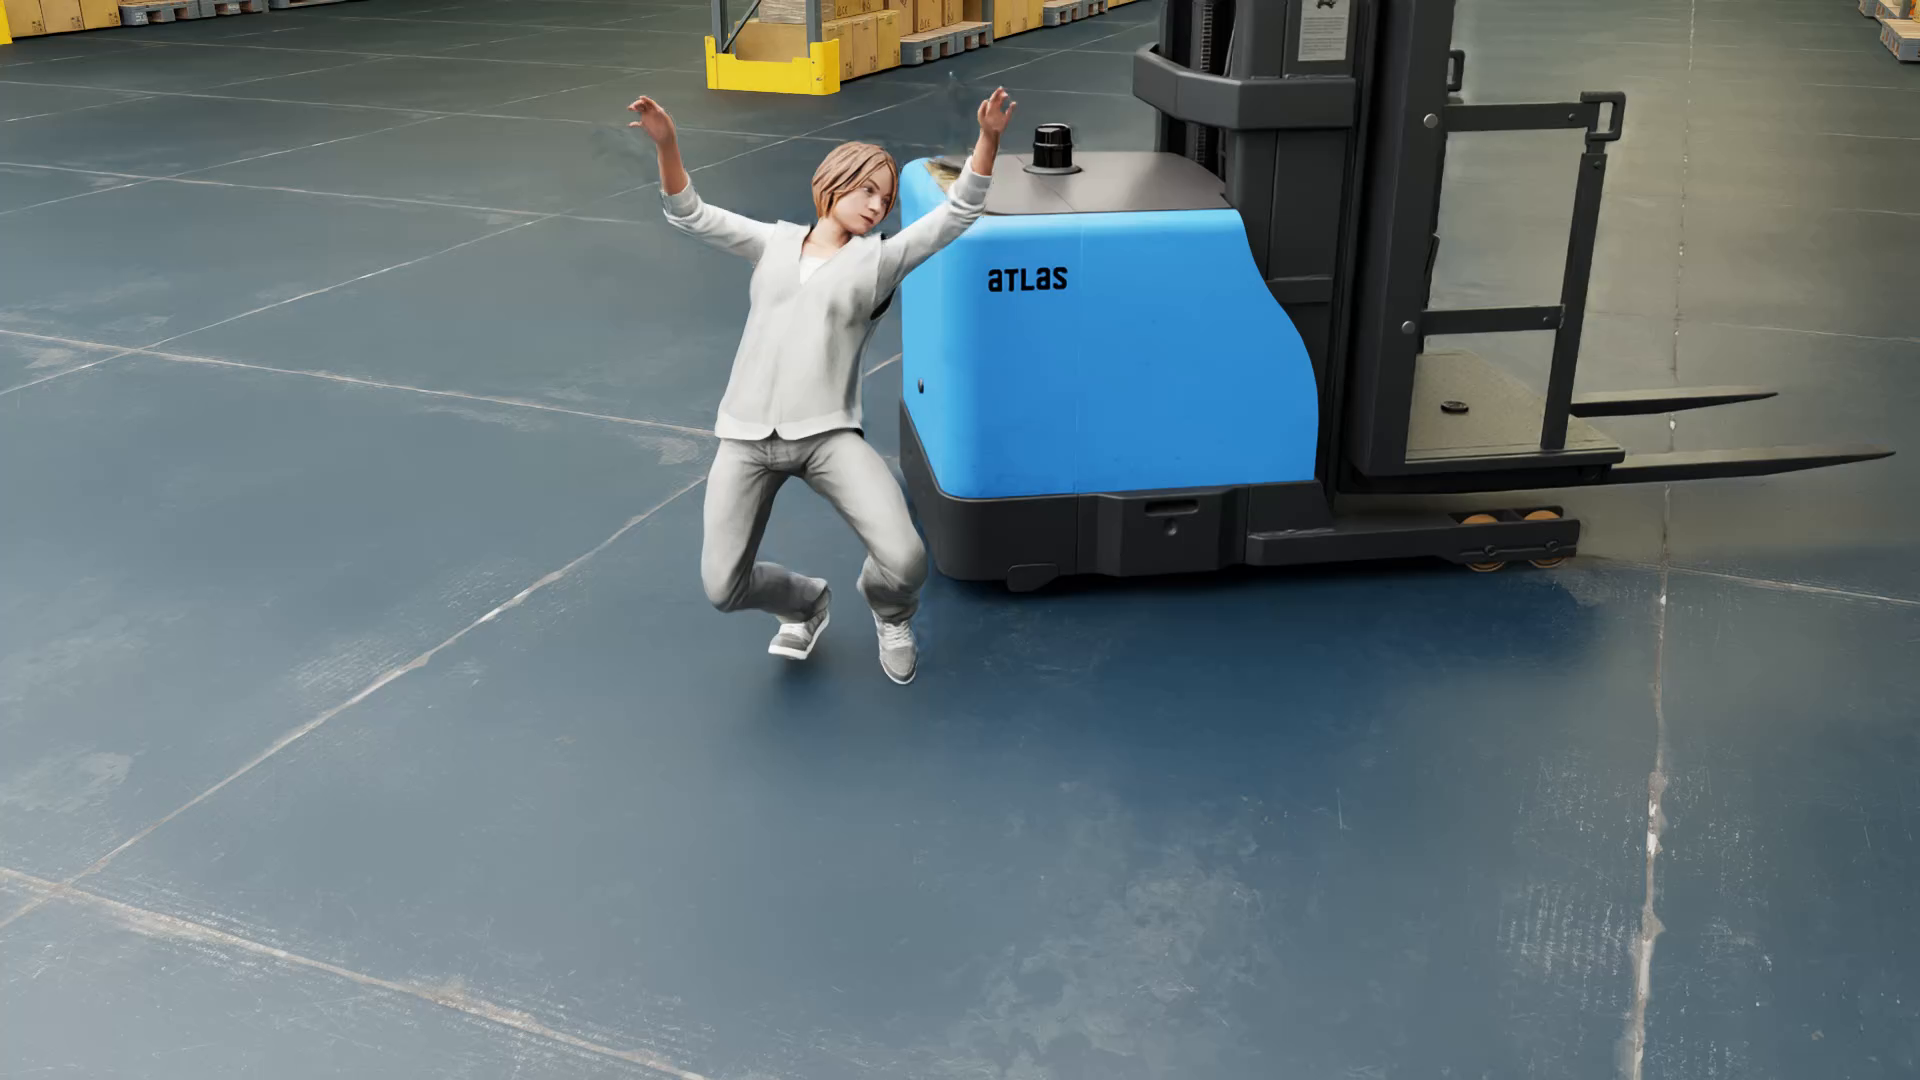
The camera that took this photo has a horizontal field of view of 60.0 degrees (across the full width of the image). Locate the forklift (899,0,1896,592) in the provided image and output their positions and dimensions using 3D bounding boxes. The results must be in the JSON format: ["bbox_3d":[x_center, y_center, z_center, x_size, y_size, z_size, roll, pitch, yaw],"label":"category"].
[{"bbox_3d":[1.366,-1.456,4.776,3.031,2.935,1.130,-3,23,-8],"label":"forklift"}]

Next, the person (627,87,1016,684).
[{"bbox_3d":[-0.273,-0.341,3.973,0.821,1.480,0.661,4,23,9],"label":"person"}]
